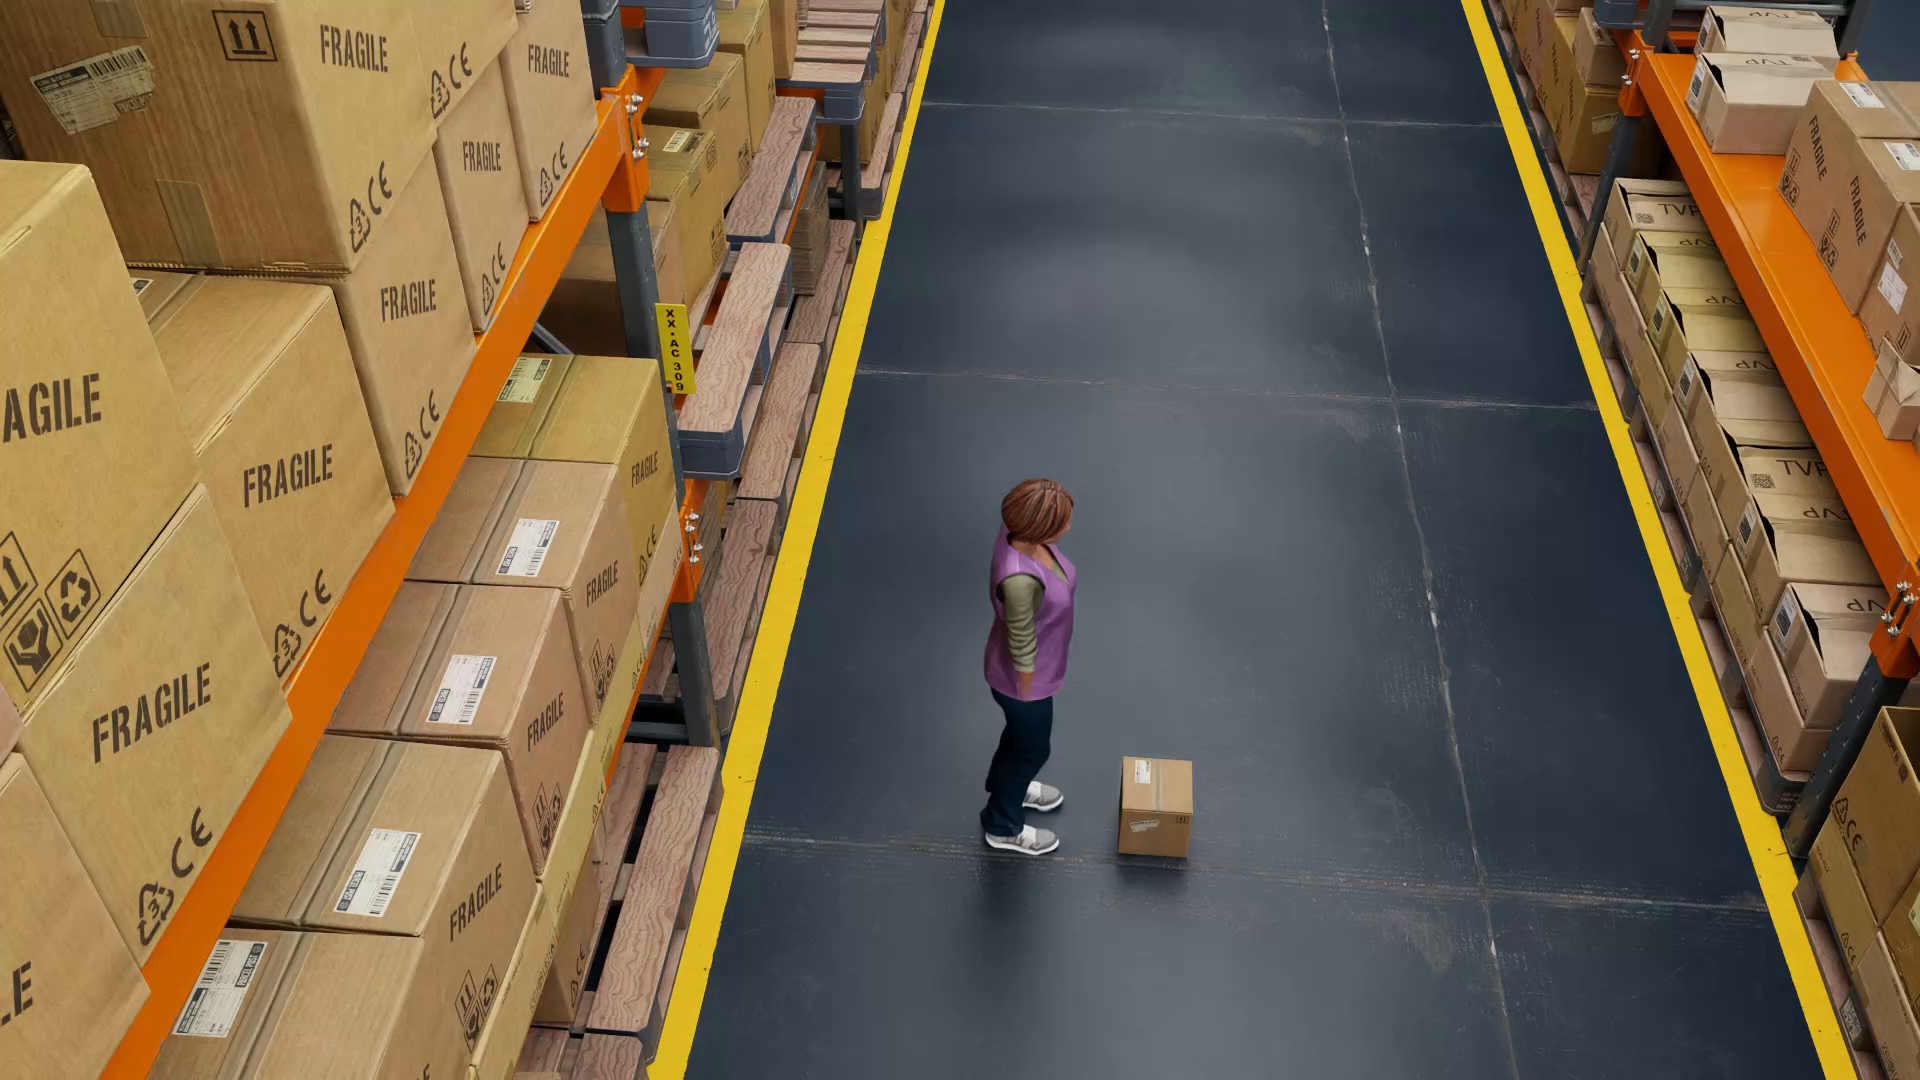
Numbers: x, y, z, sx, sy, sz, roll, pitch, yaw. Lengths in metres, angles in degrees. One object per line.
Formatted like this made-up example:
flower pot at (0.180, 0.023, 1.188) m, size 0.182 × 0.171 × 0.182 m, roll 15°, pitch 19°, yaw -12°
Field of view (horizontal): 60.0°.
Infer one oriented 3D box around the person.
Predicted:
person at (0.231, 0.431, 5.680) m, size 0.299 × 1.580 × 0.407 m, roll 4°, pitch 41°, yaw 5°
